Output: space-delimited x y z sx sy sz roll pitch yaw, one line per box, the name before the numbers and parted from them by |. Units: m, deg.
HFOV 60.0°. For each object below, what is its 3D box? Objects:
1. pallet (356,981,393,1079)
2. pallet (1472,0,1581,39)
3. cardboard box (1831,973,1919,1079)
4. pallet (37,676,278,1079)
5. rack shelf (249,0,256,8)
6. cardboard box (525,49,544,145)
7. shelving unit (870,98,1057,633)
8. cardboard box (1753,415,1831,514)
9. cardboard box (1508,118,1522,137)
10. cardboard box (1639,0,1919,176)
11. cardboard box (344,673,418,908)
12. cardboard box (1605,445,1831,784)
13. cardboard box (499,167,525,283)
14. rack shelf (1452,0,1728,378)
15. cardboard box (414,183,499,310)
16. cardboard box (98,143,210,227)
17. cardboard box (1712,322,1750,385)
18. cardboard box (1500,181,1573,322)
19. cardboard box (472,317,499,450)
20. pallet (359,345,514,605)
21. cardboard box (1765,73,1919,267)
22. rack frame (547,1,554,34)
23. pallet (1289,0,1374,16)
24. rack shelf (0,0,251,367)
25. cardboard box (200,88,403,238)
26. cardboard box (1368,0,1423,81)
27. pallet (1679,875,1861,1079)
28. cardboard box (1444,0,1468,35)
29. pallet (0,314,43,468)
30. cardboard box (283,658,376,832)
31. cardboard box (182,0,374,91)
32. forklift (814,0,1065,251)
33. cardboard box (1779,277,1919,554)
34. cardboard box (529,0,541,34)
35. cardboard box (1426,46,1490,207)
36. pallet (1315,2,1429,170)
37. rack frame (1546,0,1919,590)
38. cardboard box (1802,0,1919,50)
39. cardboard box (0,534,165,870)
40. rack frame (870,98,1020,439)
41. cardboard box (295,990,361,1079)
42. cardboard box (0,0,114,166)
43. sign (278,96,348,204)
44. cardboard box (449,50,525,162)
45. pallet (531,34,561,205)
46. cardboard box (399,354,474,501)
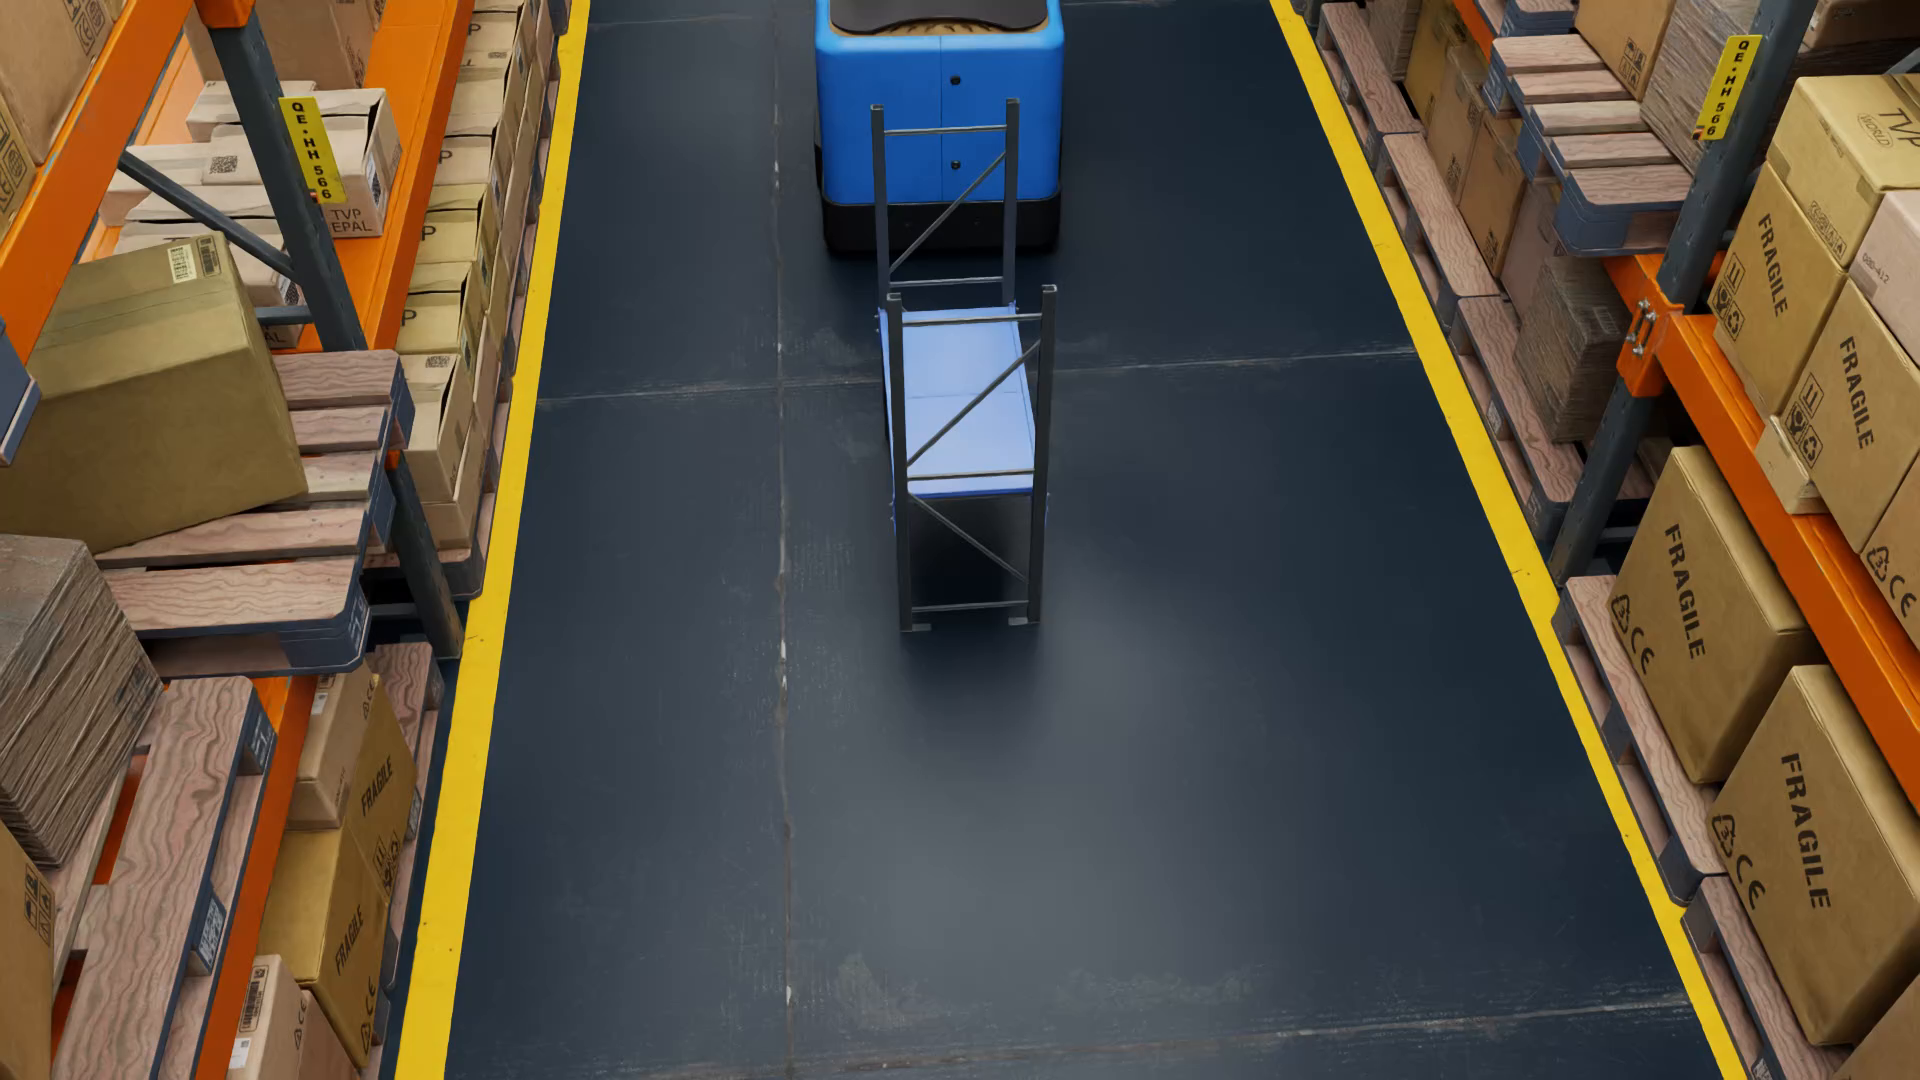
pallet | -2.136 1.760 4.438 1.003 0.211 1.213 -3 47 -3
pallet | 2.470 -2.289 6.484 1.003 0.211 1.213 -3 47 -3
cardboard box | 2.750 1.458 3.995 0.750 0.750 0.750 -2 47 -2
pallet | -2.092 0.851 3.510 1.003 0.211 1.213 -3 47 -3
rack shelf | -2.427 -2.853 5.316 1.077 0.370 4.000 -3 47 -3
cardboard box | -2.231 -2.066 7.746 0.500 0.250 0.500 -4 47 -4
shelving unit | -0.007 -0.577 5.764 0.538 1.500 1.048 -3 47 -3
cardboard box | 2.423 -0.214 4.546 0.380 0.149 0.250 -2 47 -2
cardboard box | 2.531 -1.781 6.773 0.500 0.250 0.500 -4 47 -3
cardboard box | 2.627 -1.451 5.186 0.700 0.500 0.500 -8 47 -8
cardboard box | -1.948 0.749 4.893 0.500 0.500 0.500 -2 47 -2
cardboard box | 2.607 0.209 5.177 0.750 0.750 0.750 -4 47 -4
cardboard box | -2.146 -1.328 7.046 0.500 0.250 0.500 -3 47 -2
rack shelf | 2.509 -2.125 6.692 1.077 0.370 4.000 -3 47 -3
cardboard box | -2.104 -1.159 6.500 0.500 0.311 0.500 -5 47 -4
cardboard box | -2.611 -1.169 5.465 0.380 0.149 0.250 -3 47 -3
cardboard box | 2.473 -0.594 4.906 0.380 0.149 0.250 -4 47 -4
cardboard box | 2.637 -1.115 6.659 0.700 0.500 0.500 -4 47 -3
cardboard box | -2.054 -0.581 6.339 0.500 0.250 0.500 -5 47 -4
pallet | -2.290 -0.261 6.352 1.003 0.211 1.213 -3 47 -3
cardboard box | 2.460 -0.962 4.291 0.500 0.250 0.500 -2 47 -2
rack frame | -2.595 -3.516 7.514 1.000 3.000 0.127 -3 47 -3
pallet | 2.250 -3.345 9.272 1.003 0.211 1.213 -3 47 -3
rack shelf | -2.092 0.041 2.575 1.077 0.370 4.000 -3 47 -3
cardboard box | -2.142 -1.250 5.429 0.500 0.311 0.500 -4 47 -4
cardboard box | 2.419 -2.580 8.046 0.700 0.500 0.500 -2 47 -2
pallet | 2.766 1.489 4.695 1.003 0.211 1.213 -3 47 -3
cardboard box | 2.460 -2.519 7.472 0.500 0.250 0.500 -4 47 -4
pallet | -2.000 0.079 2.173 1.213 0.211 1.003 -3 47 -3
cardboard box | -1.939 0.531 4.583 0.500 0.250 0.500 -2 47 -2
cardboard box | -2.417 -1.869 5.885 0.500 0.500 0.500 -6 47 -5
forklift | -0.143 -3.351 7.405 1.130 2.935 3.031 -2 47 -2
cardboard box | 2.496 -0.323 4.202 0.500 0.500 0.500 -2 47 -2
cardboard box | -2.275 -2.632 7.895 0.500 0.311 0.500 -3 47 -3
cardboard box | 2.515 -1.837 7.343 0.700 0.500 0.500 -3 47 -3
pallet | 2.408 -2.298 8.281 1.003 0.211 1.213 -3 47 -3
rack frame | 2.676 -0.926 5.061 1.000 3.000 0.127 -3 47 -3
cardboard box | 2.617 -1.582 4.864 0.380 0.149 0.250 -9 47 -8
cardboard box | -2.209 0.321 3.521 0.700 0.500 0.500 4 47 4
rack frame | -0.050 -0.945 6.112 0.500 1.500 0.032 -3 47 -3
cardboard box | -1.855 1.503 4.180 0.500 0.500 0.500 -5 47 -5
cardboard box | -2.147 -1.005 3.001 0.910 0.500 0.500 -3 47 -3
sign | -1.720 -1.033 4.419 0.100 0.325 0.005 -3 47 -3
cardboard box | -2.186 -1.895 7.197 0.500 0.311 0.500 -4 47 -3
pallet | -2.494 -2.026 8.024 1.003 0.211 1.213 -3 47 -3
cardboard box | -2.011 -0.410 5.791 0.500 0.311 0.500 -2 47 -2
